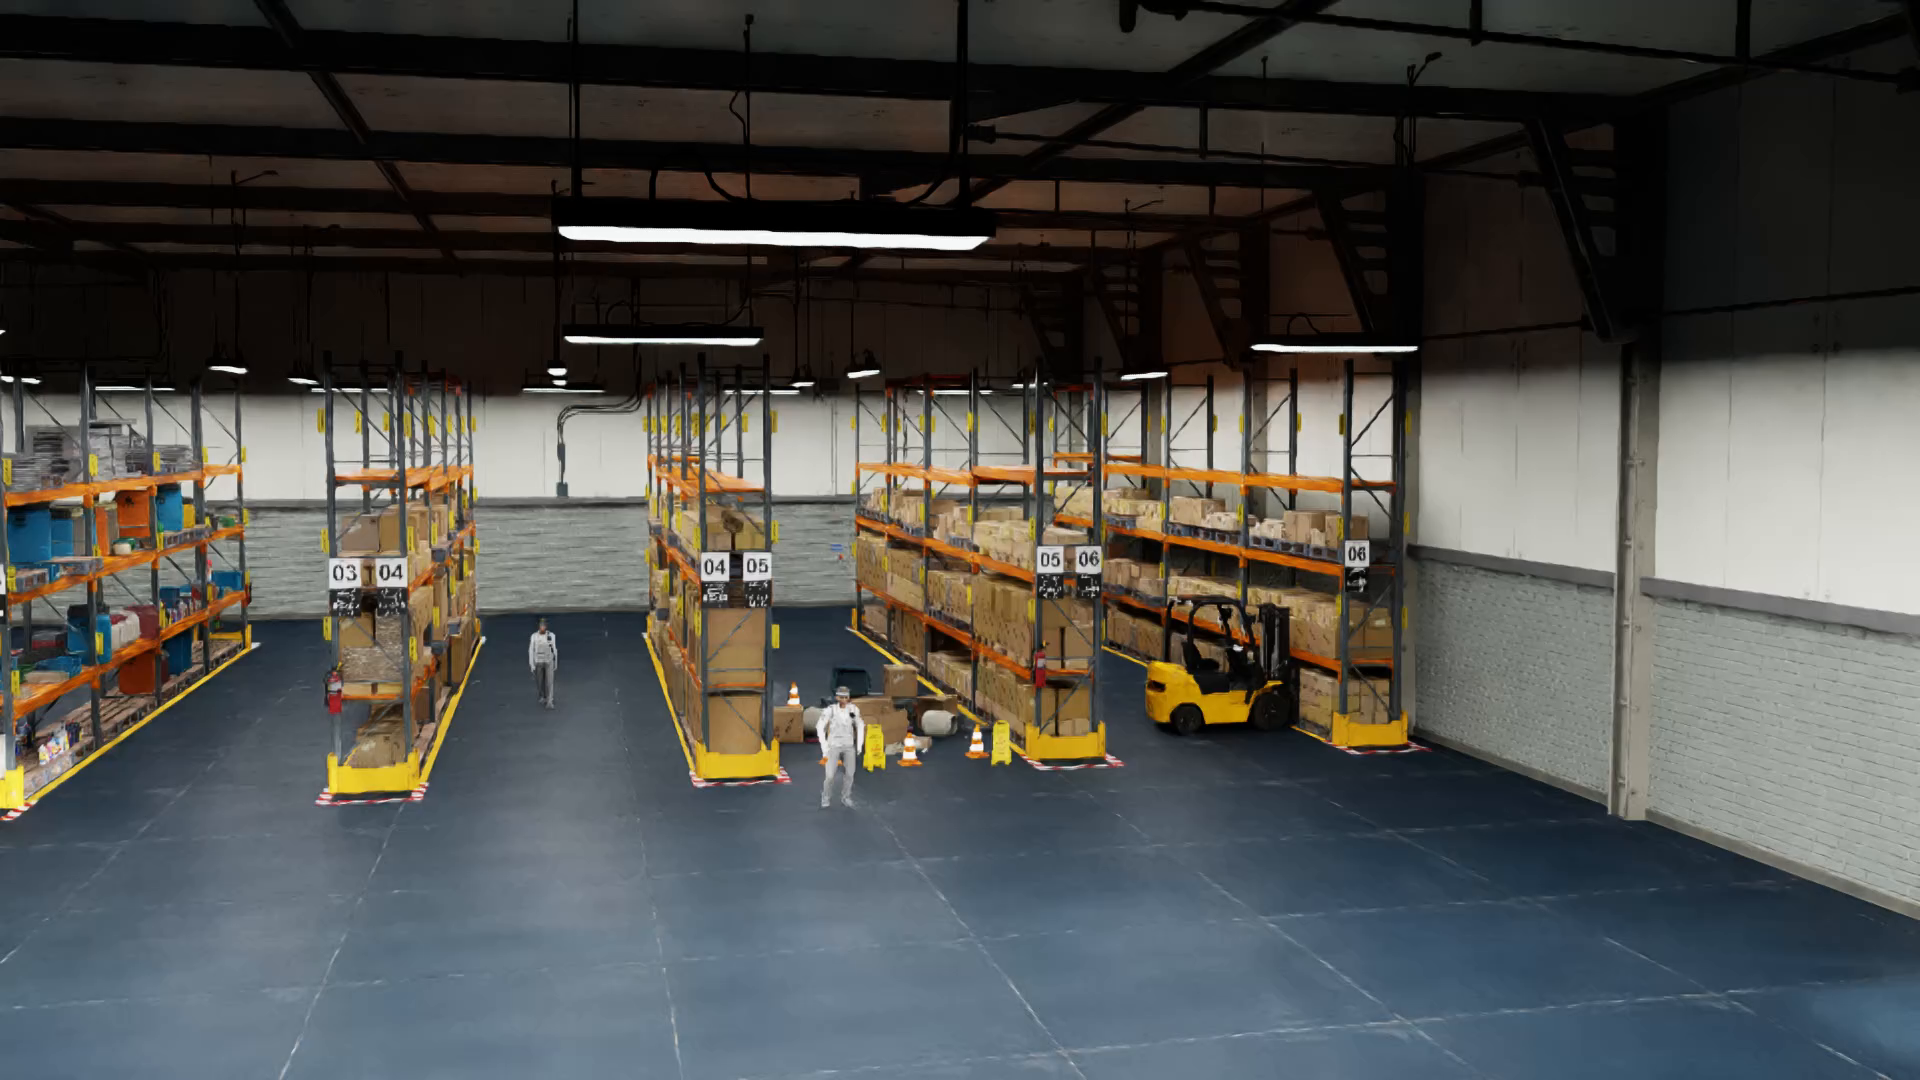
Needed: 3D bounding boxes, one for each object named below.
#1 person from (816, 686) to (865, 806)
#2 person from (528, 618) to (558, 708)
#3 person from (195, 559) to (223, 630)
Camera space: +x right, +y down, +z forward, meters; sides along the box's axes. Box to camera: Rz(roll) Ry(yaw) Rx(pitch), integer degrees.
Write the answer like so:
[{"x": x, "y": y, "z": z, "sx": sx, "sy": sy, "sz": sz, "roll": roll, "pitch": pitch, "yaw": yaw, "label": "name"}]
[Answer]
[{"x": -1.559, "y": 2.686, "z": 21.727, "sx": 0.639, "sy": 1.628, "sz": 0.512, "roll": -1, "pitch": 4, "yaw": -15, "label": "person"}, {"x": -7.366, "y": 2.146, "z": 29.368, "sx": 0.495, "sy": 1.589, "sz": 1.086, "roll": -1, "pitch": 4, "yaw": -10, "label": "person"}, {"x": -18.323, "y": 1.322, "z": 40.510, "sx": 0.596, "sy": 1.746, "sz": 0.970, "roll": -3, "pitch": 5, "yaw": -36, "label": "person"}]
